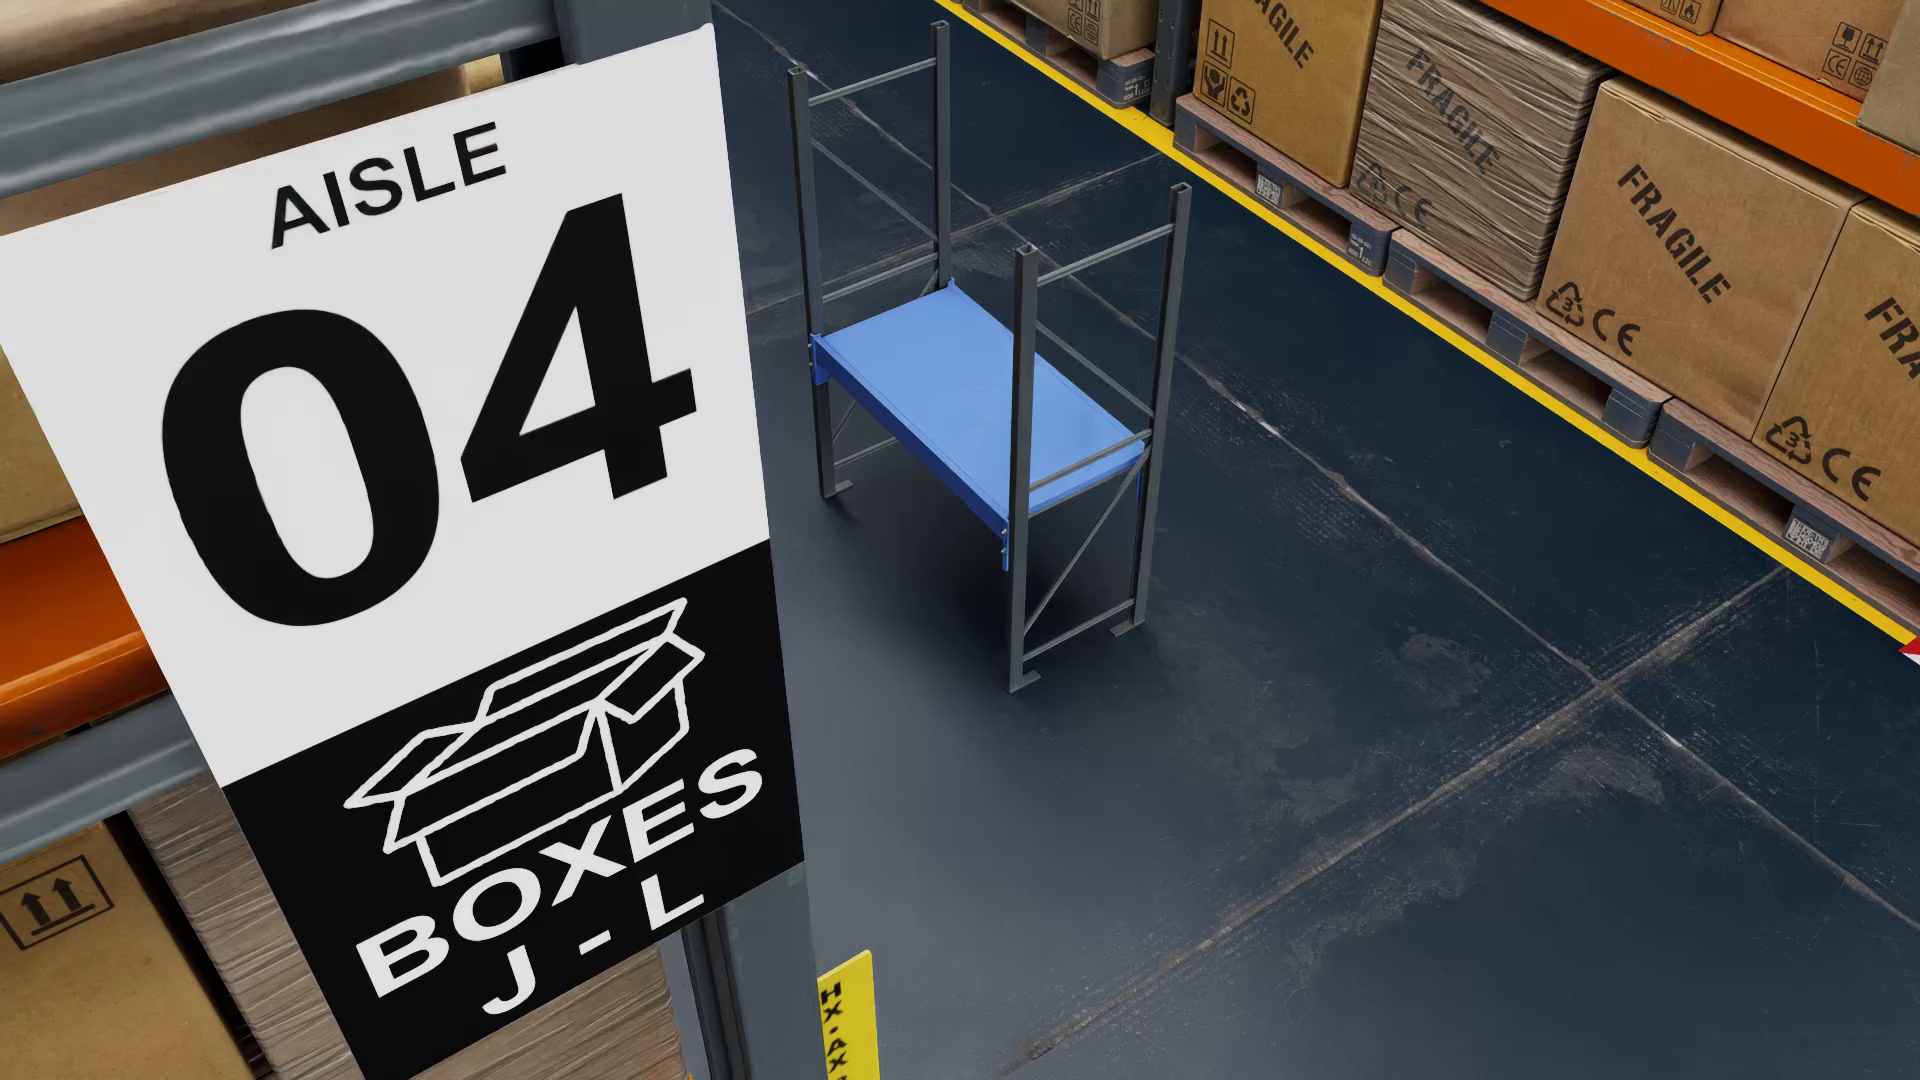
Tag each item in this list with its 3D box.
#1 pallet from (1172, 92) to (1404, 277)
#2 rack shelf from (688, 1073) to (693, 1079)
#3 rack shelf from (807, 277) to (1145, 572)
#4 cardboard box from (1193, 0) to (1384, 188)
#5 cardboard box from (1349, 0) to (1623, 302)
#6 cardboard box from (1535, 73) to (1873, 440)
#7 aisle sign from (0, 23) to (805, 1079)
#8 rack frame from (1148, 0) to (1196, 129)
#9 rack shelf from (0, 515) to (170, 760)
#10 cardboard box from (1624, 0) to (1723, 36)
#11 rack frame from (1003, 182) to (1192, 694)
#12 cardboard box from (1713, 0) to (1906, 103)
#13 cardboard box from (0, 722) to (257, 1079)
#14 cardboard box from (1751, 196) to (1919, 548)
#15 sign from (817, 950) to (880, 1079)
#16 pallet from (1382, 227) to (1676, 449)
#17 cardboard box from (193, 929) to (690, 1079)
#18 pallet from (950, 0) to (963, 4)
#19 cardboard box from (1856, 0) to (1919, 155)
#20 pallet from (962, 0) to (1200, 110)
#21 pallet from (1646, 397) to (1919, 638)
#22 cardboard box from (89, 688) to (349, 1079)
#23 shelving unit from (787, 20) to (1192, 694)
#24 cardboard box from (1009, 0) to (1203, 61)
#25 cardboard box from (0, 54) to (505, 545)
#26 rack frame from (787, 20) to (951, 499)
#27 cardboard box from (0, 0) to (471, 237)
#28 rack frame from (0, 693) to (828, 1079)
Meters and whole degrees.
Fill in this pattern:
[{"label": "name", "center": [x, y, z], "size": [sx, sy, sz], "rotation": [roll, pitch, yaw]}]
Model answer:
[{"label": "pallet", "center": [1.627, -1.598, 6.772], "size": [1.003, 0.211, 1.213], "rotation": [-26, 49, -24]}, {"label": "rack shelf", "center": [-1.725, 0.226, 3.362], "size": [1.077, 0.370, 4.000], "rotation": [-26, 49, -24]}, {"label": "rack shelf", "center": [0.049, -0.364, 4.806], "size": [0.538, 0.185, 1.000], "rotation": [-26, 49, -24]}, {"label": "cardboard box", "center": [1.559, -2.068, 6.479], "size": [0.875, 0.875, 0.875], "rotation": [-25, 49, -24]}, {"label": "cardboard box", "center": [2.078, -1.559, 5.946], "size": [0.875, 0.875, 0.875], "rotation": [-25, 49, -24]}, {"label": "cardboard box", "center": [2.598, -1.042, 5.404], "size": [0.875, 0.875, 0.875], "rotation": [-26, 50, -25]}, {"label": "aisle sign", "center": [-0.300, 0.075, 1.116], "size": [0.394, 0.787, 0.004], "rotation": [-26, 49, -24]}, {"label": "rack frame", "center": [1.256, -3.069, 6.292], "size": [1.000, 3.000, 0.127], "rotation": [-26, 49, -24]}, {"label": "rack shelf", "center": [-1.725, -0.859, 2.326], "size": [1.077, 0.370, 4.000], "rotation": [-26, 49, -24]}, {"label": "cardboard box", "center": [2.408, -2.003, 5.067], "size": [0.875, 0.550, 0.500], "rotation": [-26, 49, -24]}, {"label": "rack frame", "center": [0.340, -0.206, 4.380], "size": [0.500, 1.500, 0.032], "rotation": [-26, 49, -24]}, {"label": "cardboard box", "center": [2.745, -1.719, 4.770], "size": [0.875, 0.550, 0.550], "rotation": [-26, 49, -24]}, {"label": "cardboard box", "center": [-1.099, 0.380, 1.668], "size": [0.500, 0.500, 0.500], "rotation": [-26, 49, -24]}, {"label": "cardboard box", "center": [3.103, -0.545, 4.883], "size": [0.875, 0.875, 0.875], "rotation": [-25, 49, -24]}, {"label": "sign", "center": [-0.136, 0.571, 1.852], "size": [0.100, 0.325, 0.005], "rotation": [-26, 49, -24]}, {"label": "pallet", "center": [2.329, -0.907, 6.047], "size": [1.003, 0.211, 1.213], "rotation": [-26, 49, -24]}, {"label": "cardboard box", "center": [-0.873, 0.633, 2.127], "size": [0.875, 0.500, 0.500], "rotation": [-26, 49, -24]}, {"label": "pallet", "center": [0.051, -3.159, 8.406], "size": [1.003, 0.211, 1.213], "rotation": [-26, 49, -24]}, {"label": "cardboard box", "center": [2.963, -1.353, 4.386], "size": [0.875, 0.550, 0.550], "rotation": [-26, 49, -24]}, {"label": "pallet", "center": [0.753, -2.467, 7.682], "size": [1.003, 0.211, 1.213], "rotation": [-26, 49, -24]}, {"label": "pallet", "center": [3.023, -0.217, 5.324], "size": [1.003, 0.211, 1.213], "rotation": [-26, 49, -24]}, {"label": "cardboard box", "center": [-0.672, 0.174, 1.883], "size": [0.500, 0.500, 0.500], "rotation": [-26, 49, -24]}, {"label": "shelving unit", "center": [0.049, -0.494, 4.682], "size": [0.538, 1.500, 1.048], "rotation": [-26, 49, -24]}, {"label": "cardboard box", "center": [0.828, -2.723, 7.255], "size": [1.050, 0.750, 0.750], "rotation": [-26, 49, -25]}, {"label": "cardboard box", "center": [-0.645, -0.307, 1.335], "size": [0.500, 0.250, 0.500], "rotation": [-24, 49, -23]}, {"label": "rack frame", "center": [-0.242, -0.782, 4.983], "size": [0.500, 1.500, 0.032], "rotation": [-26, 49, -24]}, {"label": "cardboard box", "center": [-0.549, -0.323, 1.064], "size": [0.380, 0.149, 0.250], "rotation": [-26, 49, -25]}, {"label": "rack frame", "center": [-0.581, 1.099, 1.927], "size": [1.000, 3.000, 0.127], "rotation": [-26, 49, -24]}]
